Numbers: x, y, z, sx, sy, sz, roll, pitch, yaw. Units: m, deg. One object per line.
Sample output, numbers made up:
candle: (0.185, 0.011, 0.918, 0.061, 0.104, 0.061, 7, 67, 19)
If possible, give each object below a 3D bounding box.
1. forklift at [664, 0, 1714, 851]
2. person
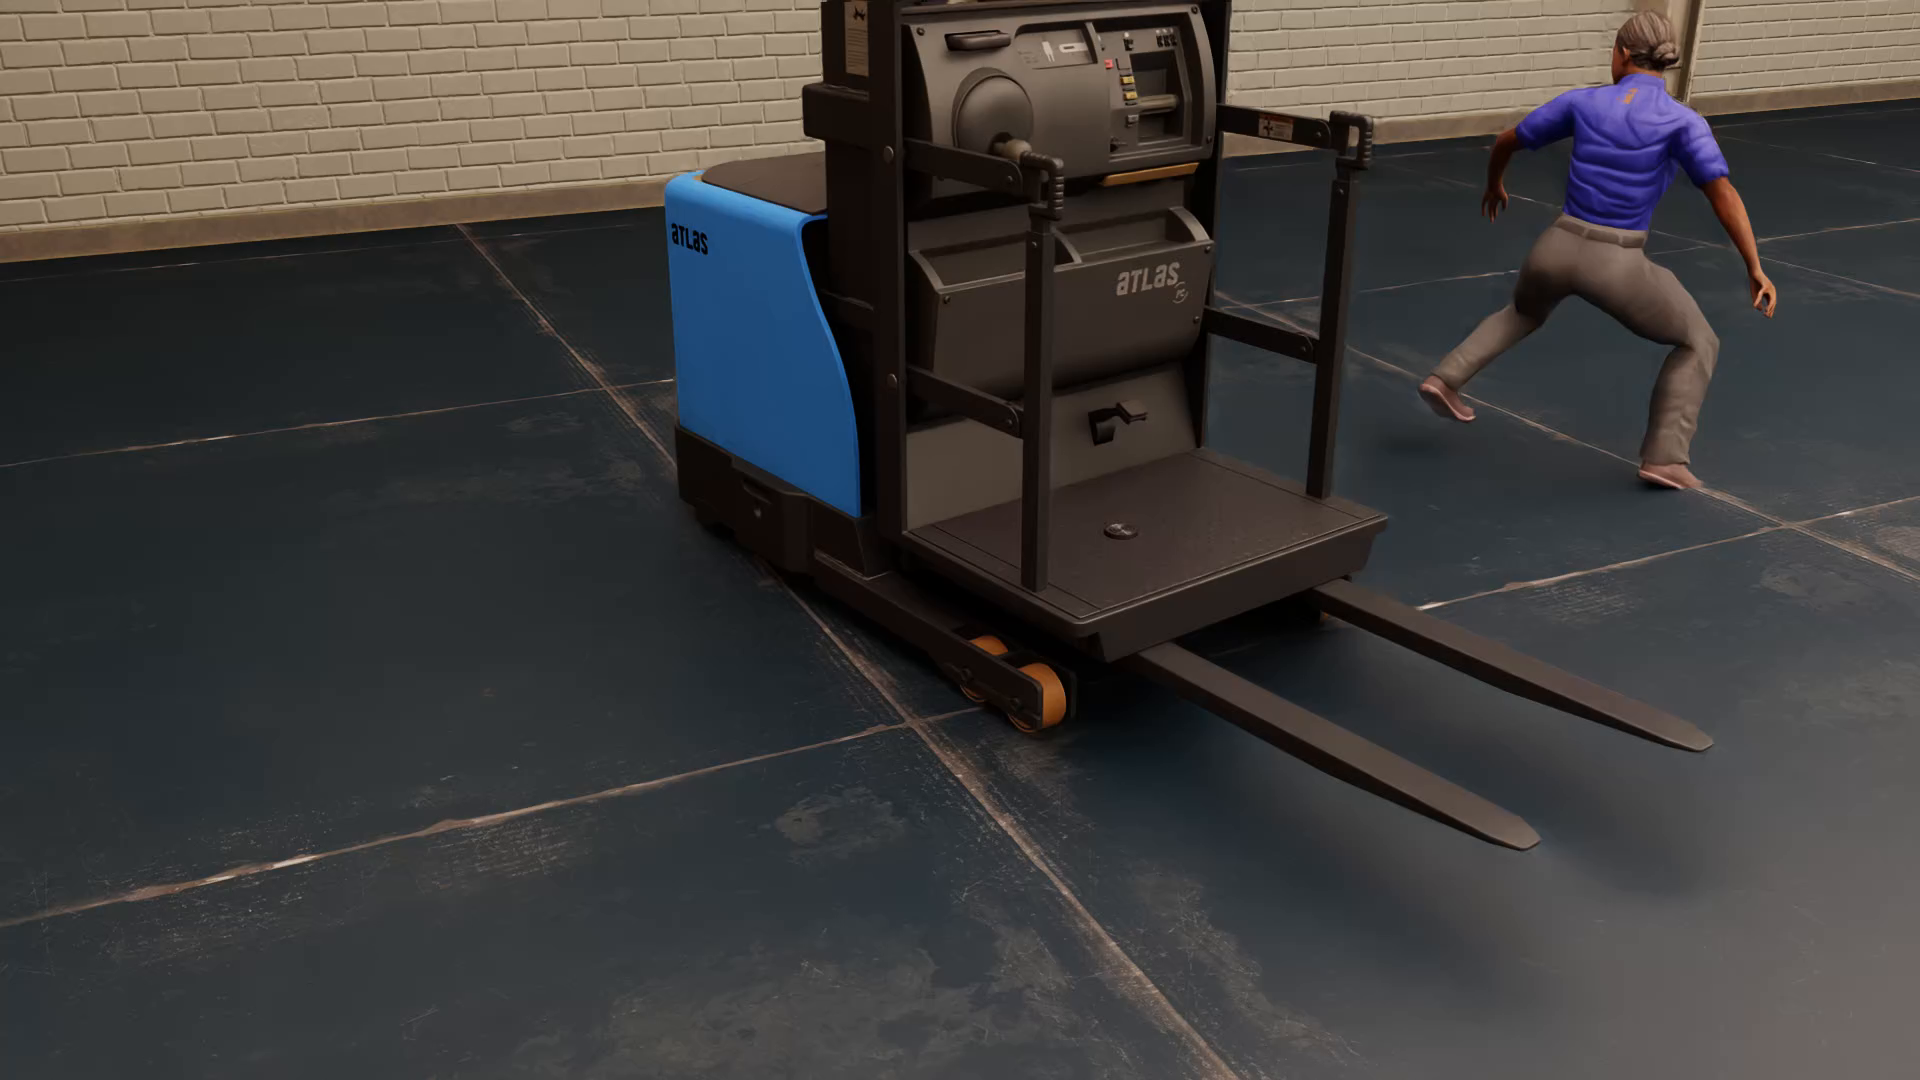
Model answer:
forklift: (0.404, -1.104, 3.945, 1.130, 2.935, 3.031, -16, 28, -34)
person: (2.131, -0.903, 5.410, 1.079, 1.555, 0.480, 21, 30, 40)
